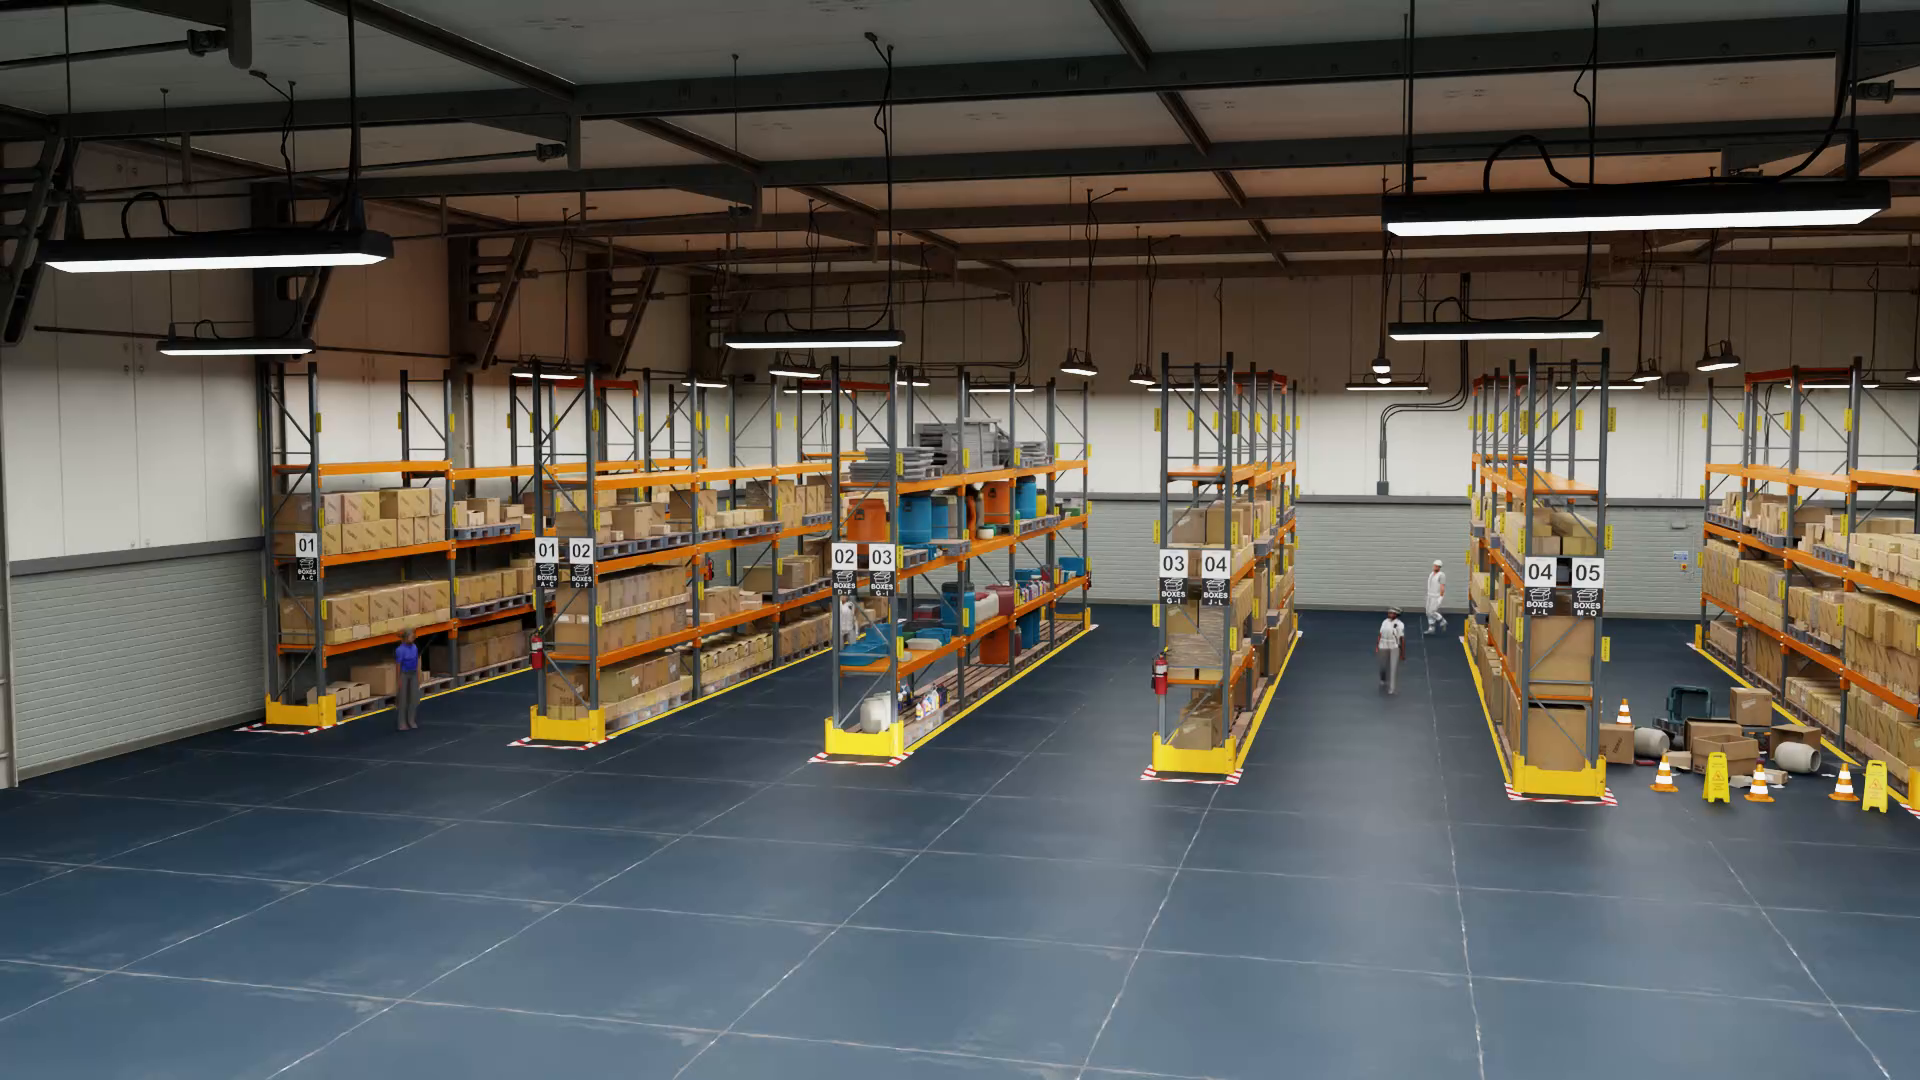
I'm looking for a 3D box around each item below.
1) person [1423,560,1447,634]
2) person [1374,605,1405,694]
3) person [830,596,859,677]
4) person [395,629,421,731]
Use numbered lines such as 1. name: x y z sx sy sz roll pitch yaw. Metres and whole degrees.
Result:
1. person: 11.202 1.348 39.207 0.507 1.767 0.618 -1 4 -14
2. person: 7.985 2.020 30.905 0.568 1.628 0.935 2 4 21
3. person: -2.254 1.797 32.386 0.569 1.721 0.423 0 4 -6
4. person: -9.034 2.273 27.164 0.359 1.667 0.482 2 5 31
